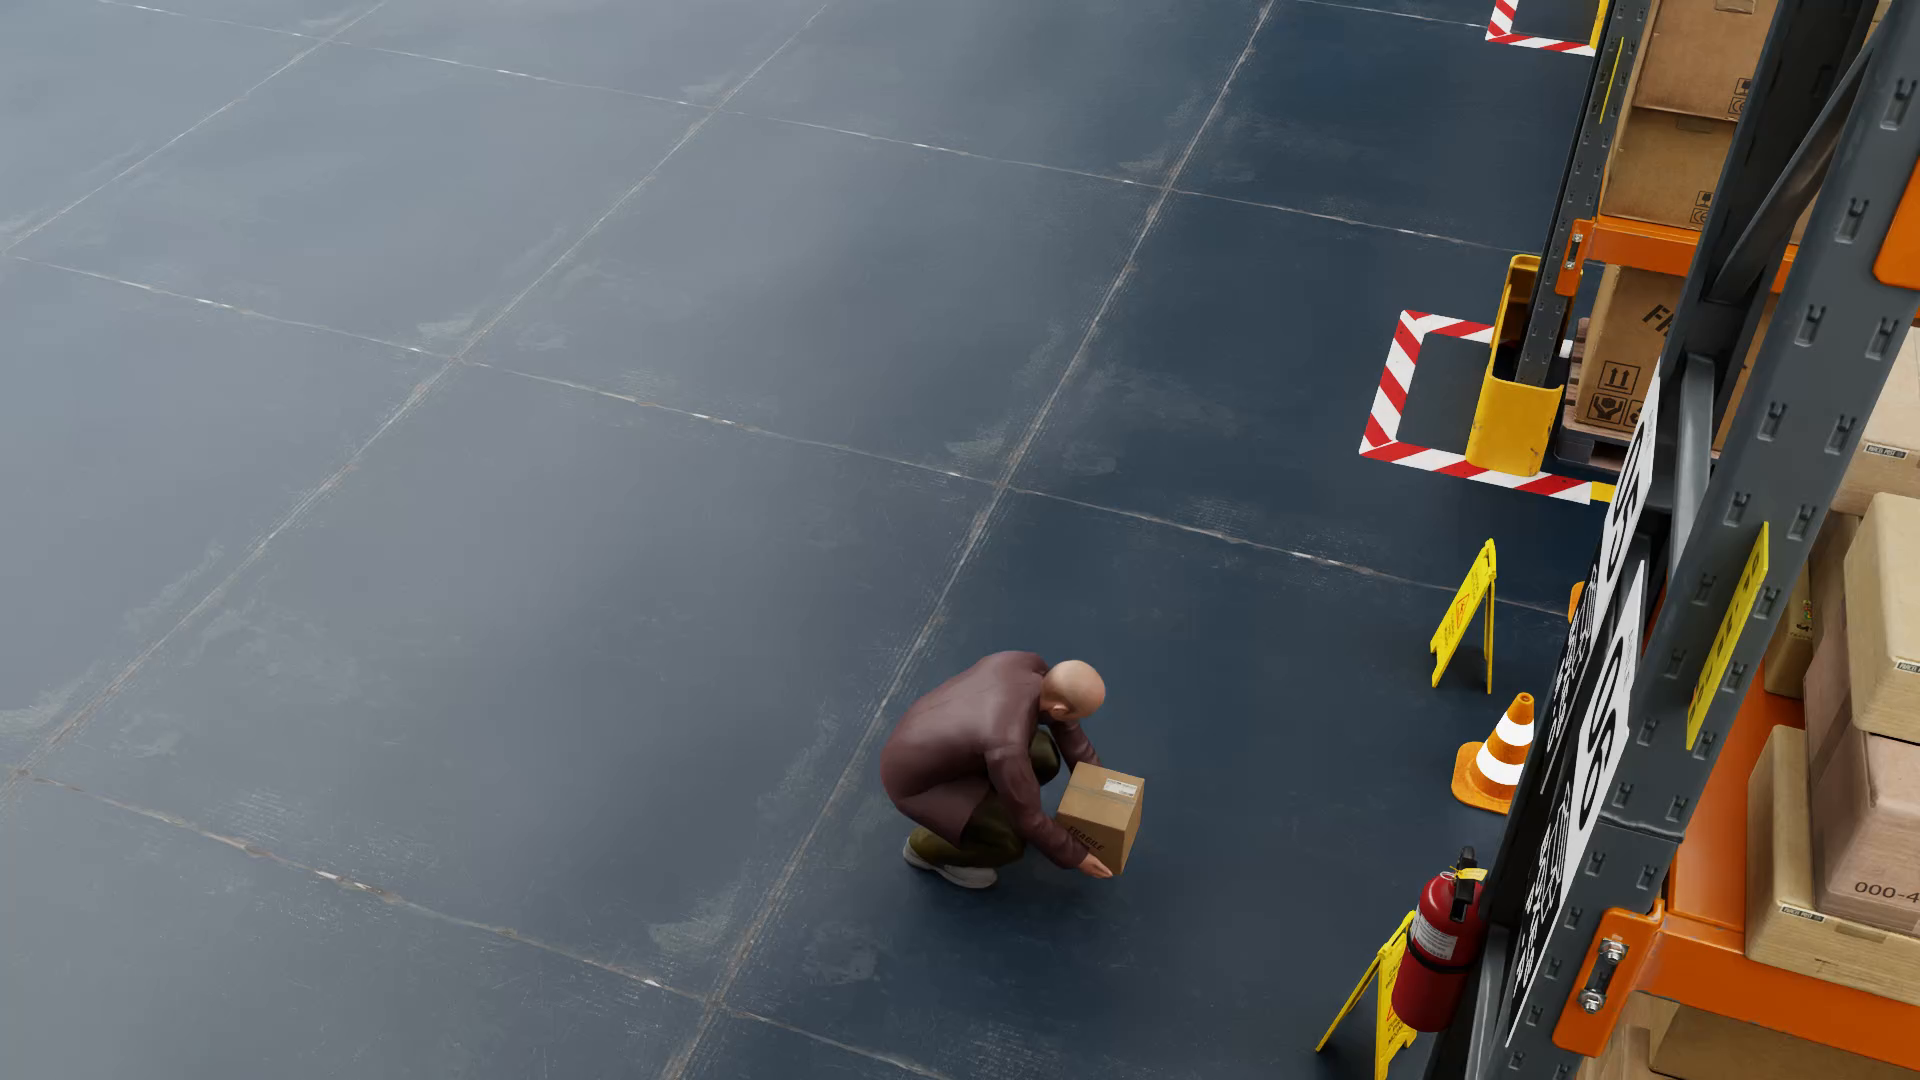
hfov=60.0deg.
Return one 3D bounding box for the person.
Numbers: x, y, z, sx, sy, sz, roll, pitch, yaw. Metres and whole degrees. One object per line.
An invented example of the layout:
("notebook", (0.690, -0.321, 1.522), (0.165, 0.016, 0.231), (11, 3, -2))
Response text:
("person", (0.156, 0.782, 5.873), (0.902, 0.990, 0.605), (14, 43, 15))
